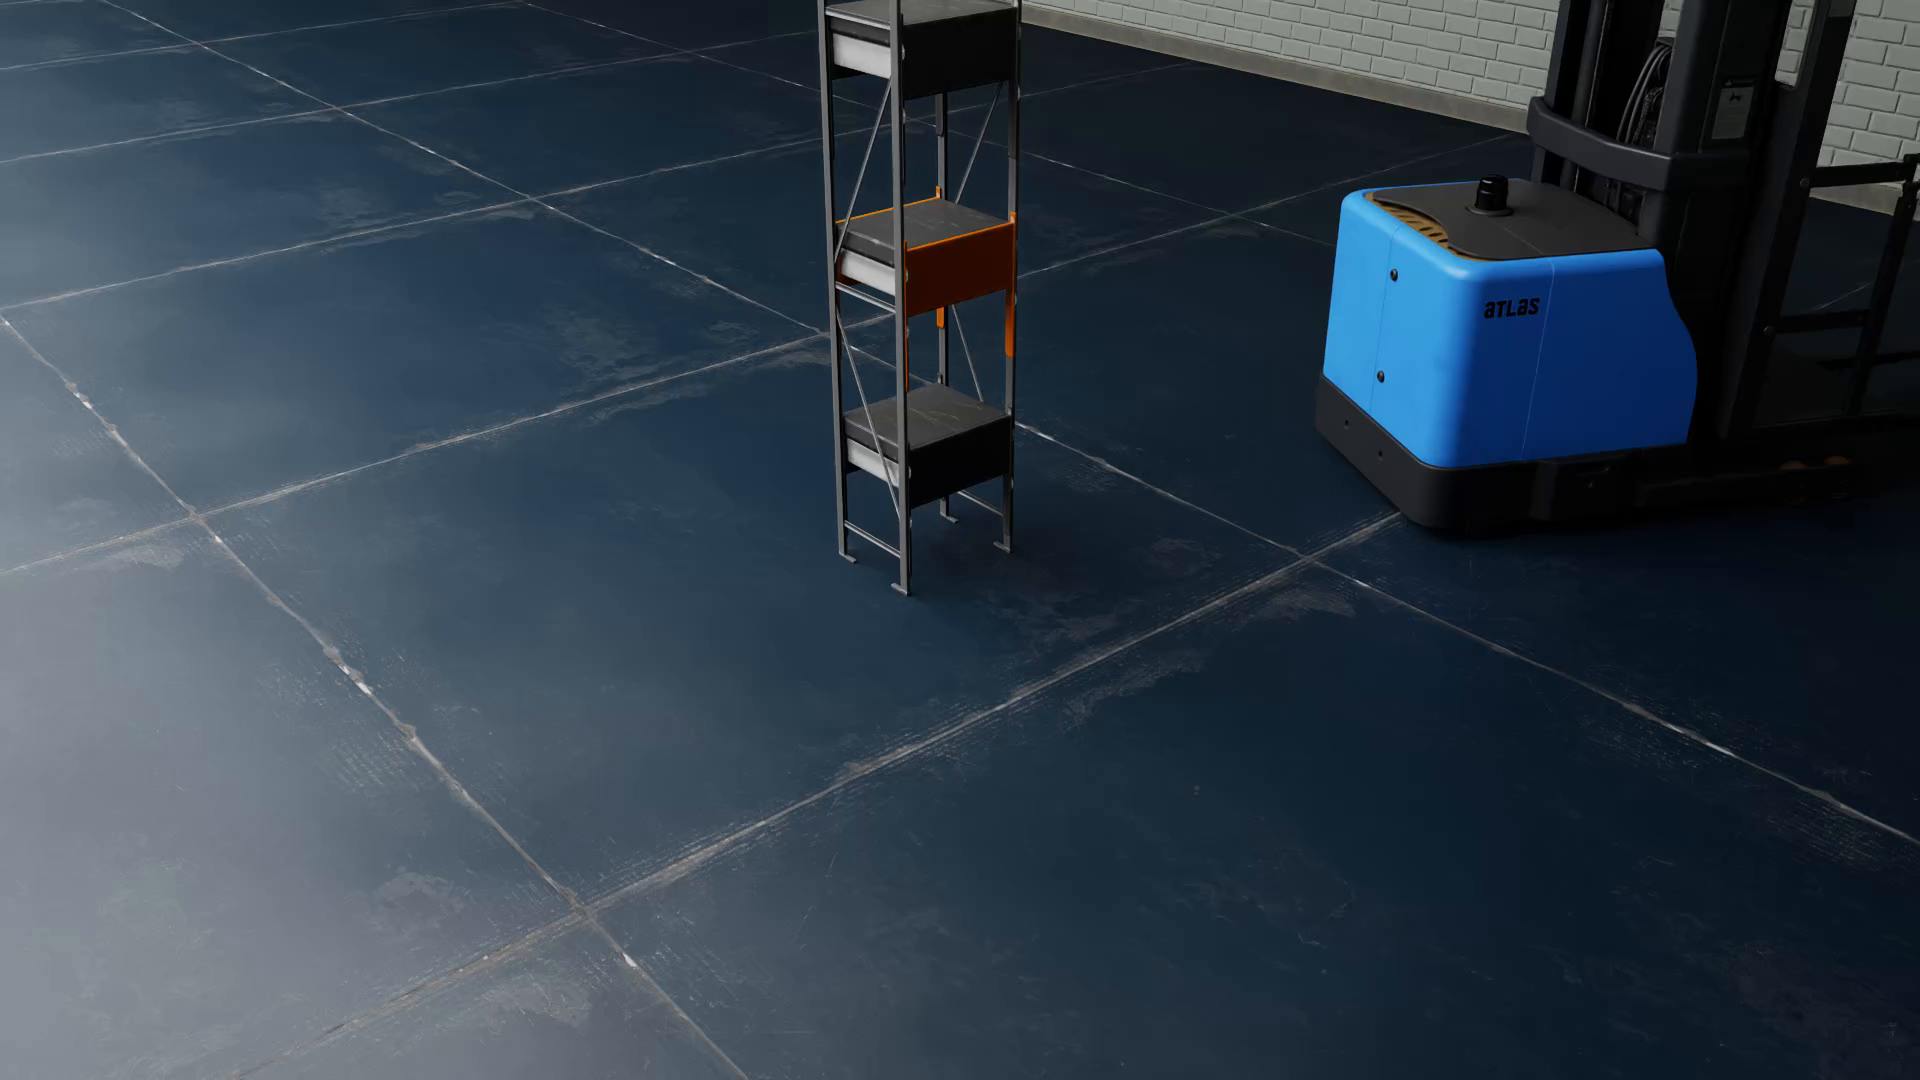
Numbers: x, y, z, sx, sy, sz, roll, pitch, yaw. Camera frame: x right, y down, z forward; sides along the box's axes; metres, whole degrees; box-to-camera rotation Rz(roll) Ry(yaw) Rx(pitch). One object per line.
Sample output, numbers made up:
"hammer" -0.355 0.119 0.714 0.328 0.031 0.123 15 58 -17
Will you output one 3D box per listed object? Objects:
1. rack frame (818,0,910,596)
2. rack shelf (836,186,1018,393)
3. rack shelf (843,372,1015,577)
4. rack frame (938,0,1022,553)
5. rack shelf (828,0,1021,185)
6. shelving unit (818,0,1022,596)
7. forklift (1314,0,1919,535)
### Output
"rack frame" -0.312 -0.801 5.521 0.015 2.100 0.400 -22 35 -35
"rack shelf" -0.126 -0.863 5.667 0.480 0.518 0.431 -22 35 -35
"rack shelf" -0.126 -0.246 5.997 0.480 0.518 0.431 -22 35 -35
"rack frame" 0.060 -0.950 5.800 0.015 2.100 0.400 -22 35 -35
"rack shelf" -0.126 -1.481 5.337 0.480 0.518 0.431 -22 35 -35
"shelving unit" -0.126 -0.875 5.660 0.503 2.100 0.431 -22 35 -35
"forklift" 3.061 -1.669 6.263 3.031 2.935 1.130 -6 29 -12
